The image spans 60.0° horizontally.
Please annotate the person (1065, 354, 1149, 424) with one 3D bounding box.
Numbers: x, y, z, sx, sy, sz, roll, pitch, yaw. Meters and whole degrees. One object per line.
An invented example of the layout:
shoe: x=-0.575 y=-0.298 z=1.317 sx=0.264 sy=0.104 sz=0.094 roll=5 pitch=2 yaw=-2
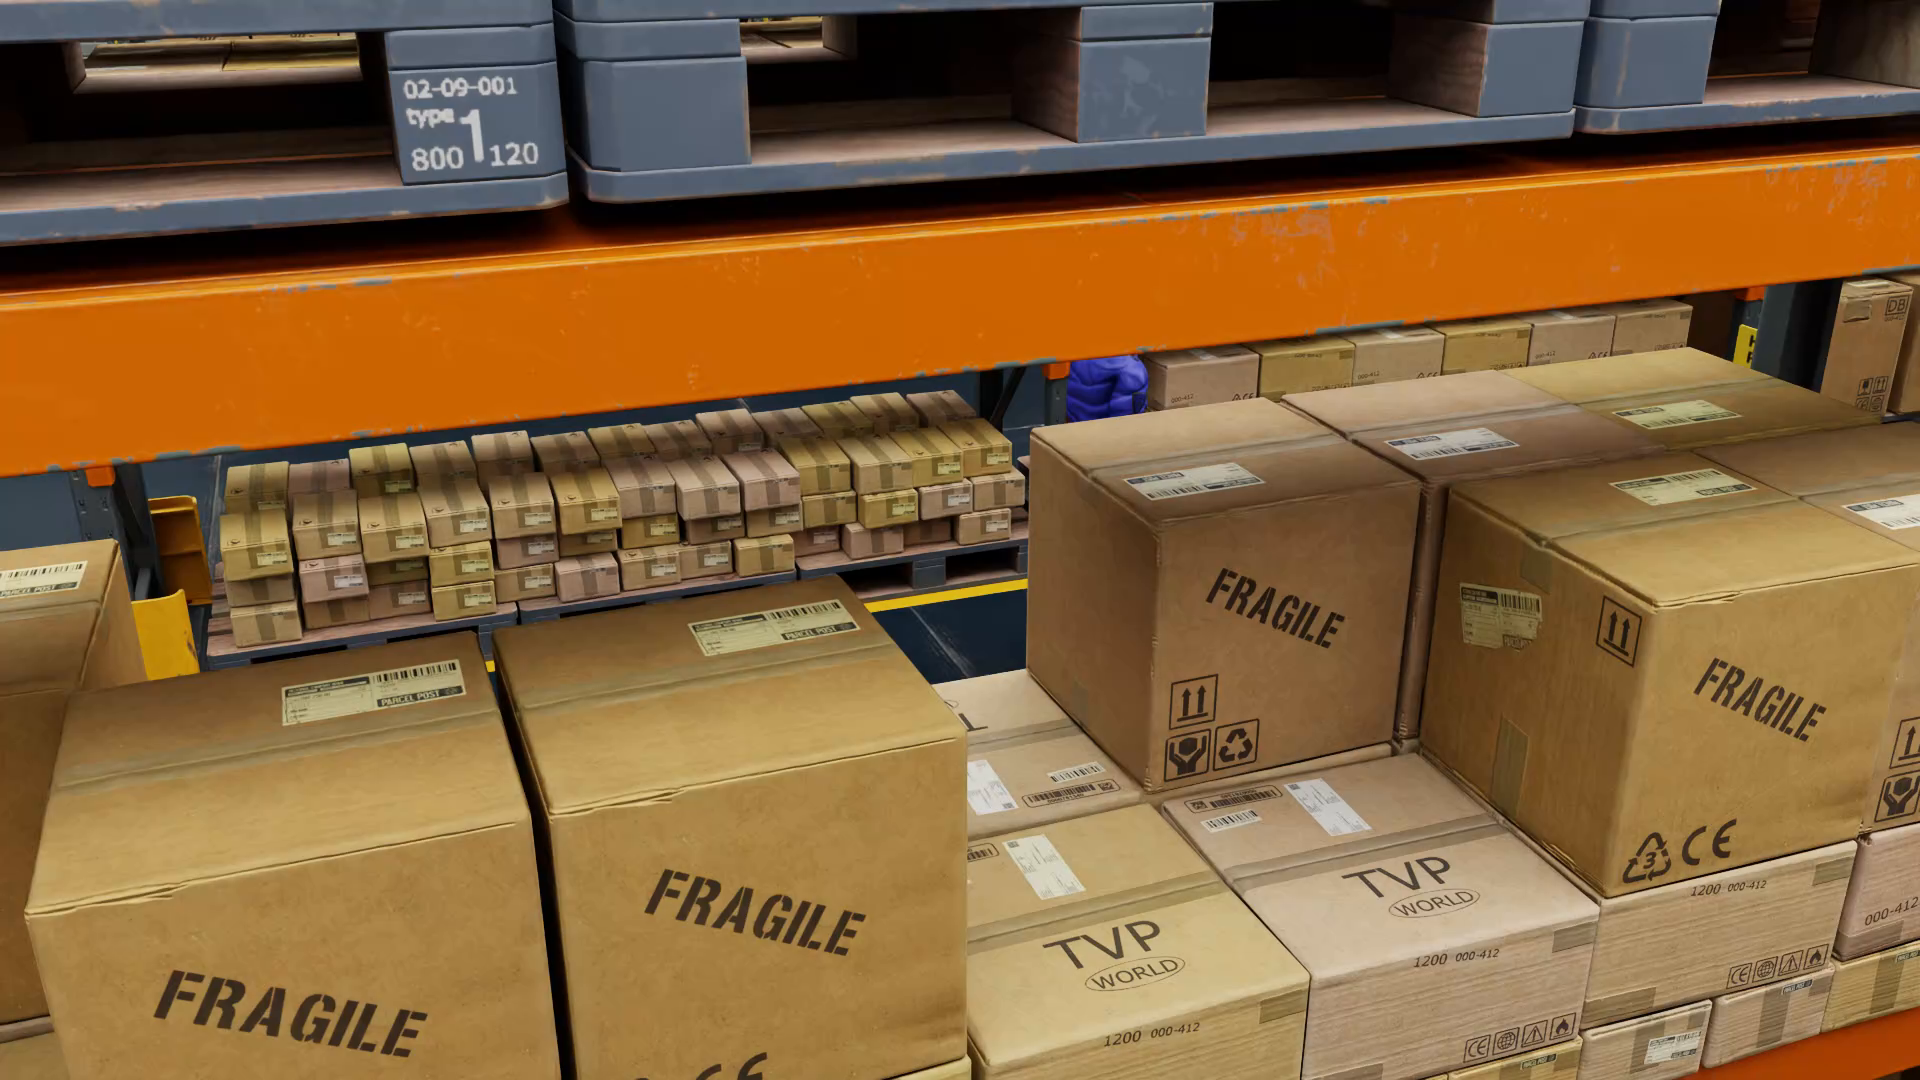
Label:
person: x=0.594 y=-0.213 z=6.628 sx=0.346 sy=1.639 sz=0.511 roll=-10 pitch=25 yaw=-23
